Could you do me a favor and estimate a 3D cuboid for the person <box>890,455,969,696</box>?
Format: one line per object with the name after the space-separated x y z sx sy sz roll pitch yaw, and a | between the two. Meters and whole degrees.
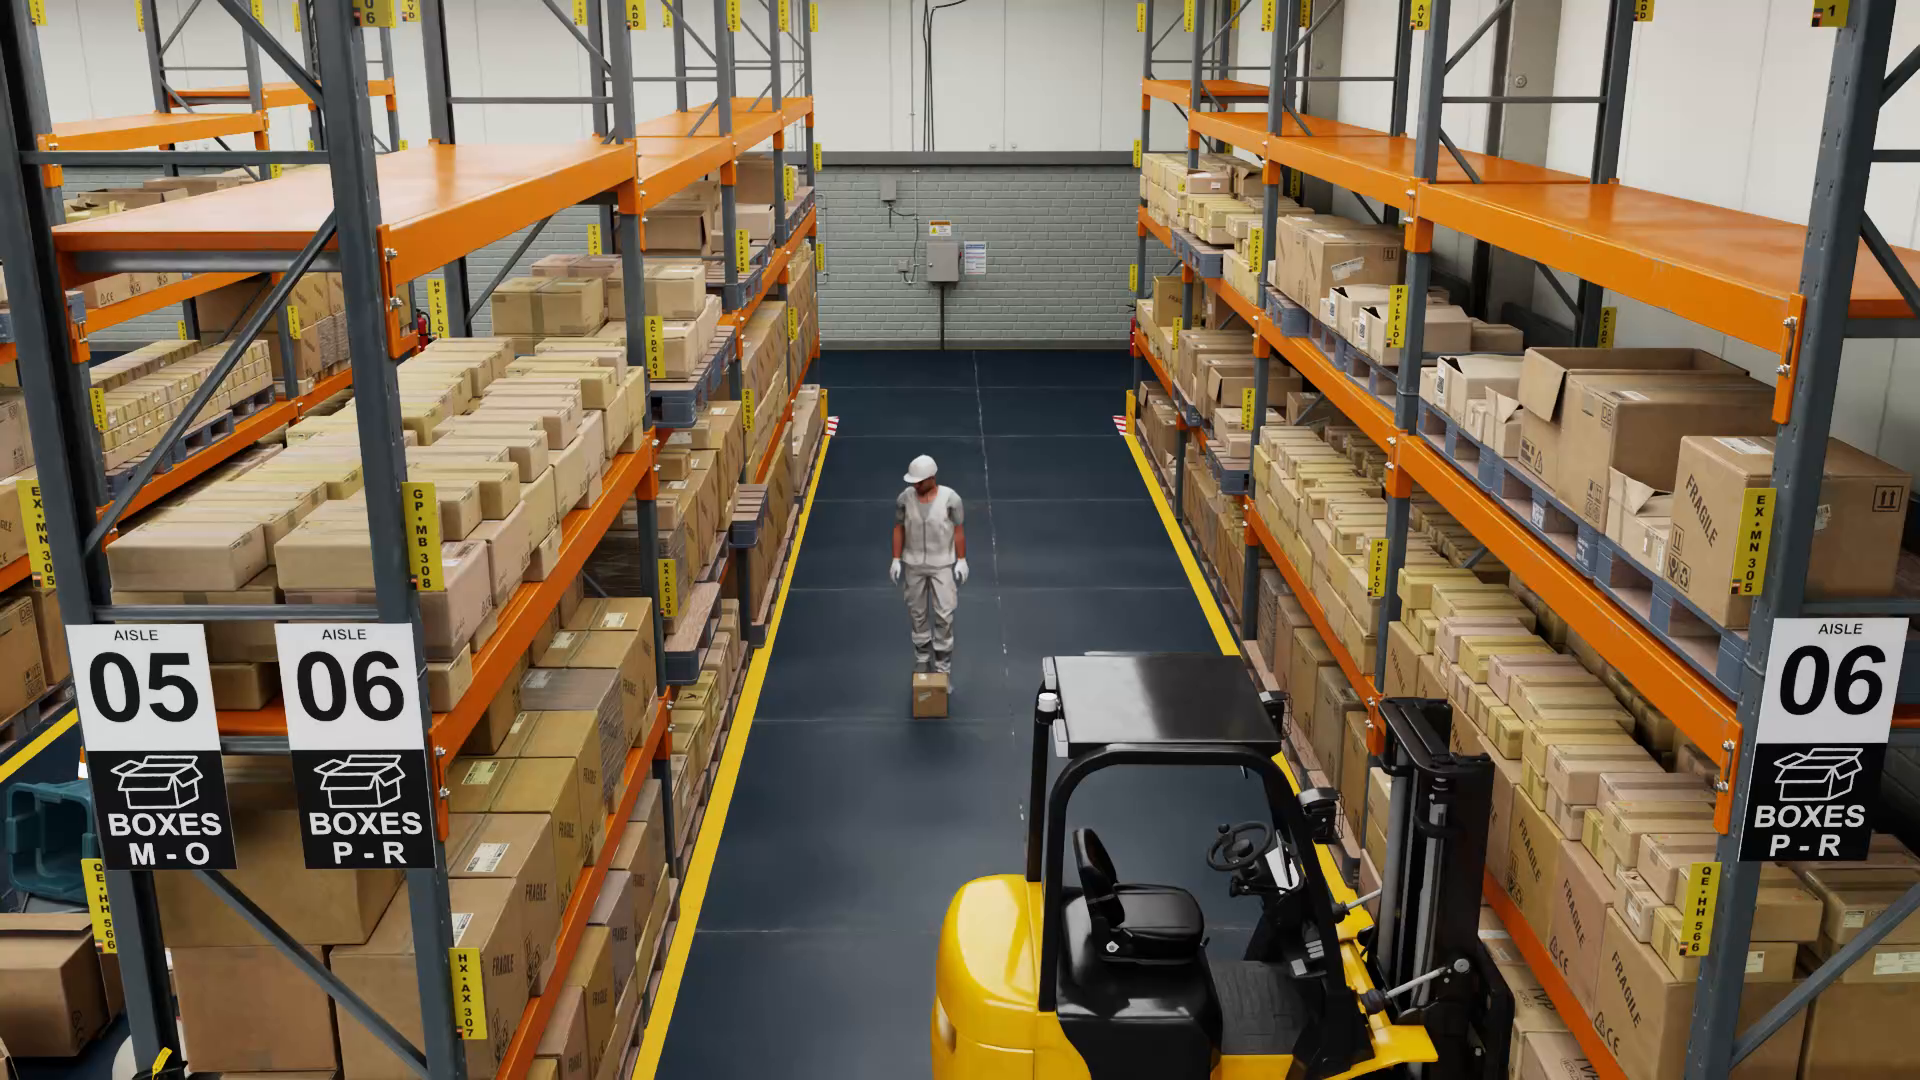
-0.260 0.252 12.680 0.597 1.822 0.506 3 17 11 | person
